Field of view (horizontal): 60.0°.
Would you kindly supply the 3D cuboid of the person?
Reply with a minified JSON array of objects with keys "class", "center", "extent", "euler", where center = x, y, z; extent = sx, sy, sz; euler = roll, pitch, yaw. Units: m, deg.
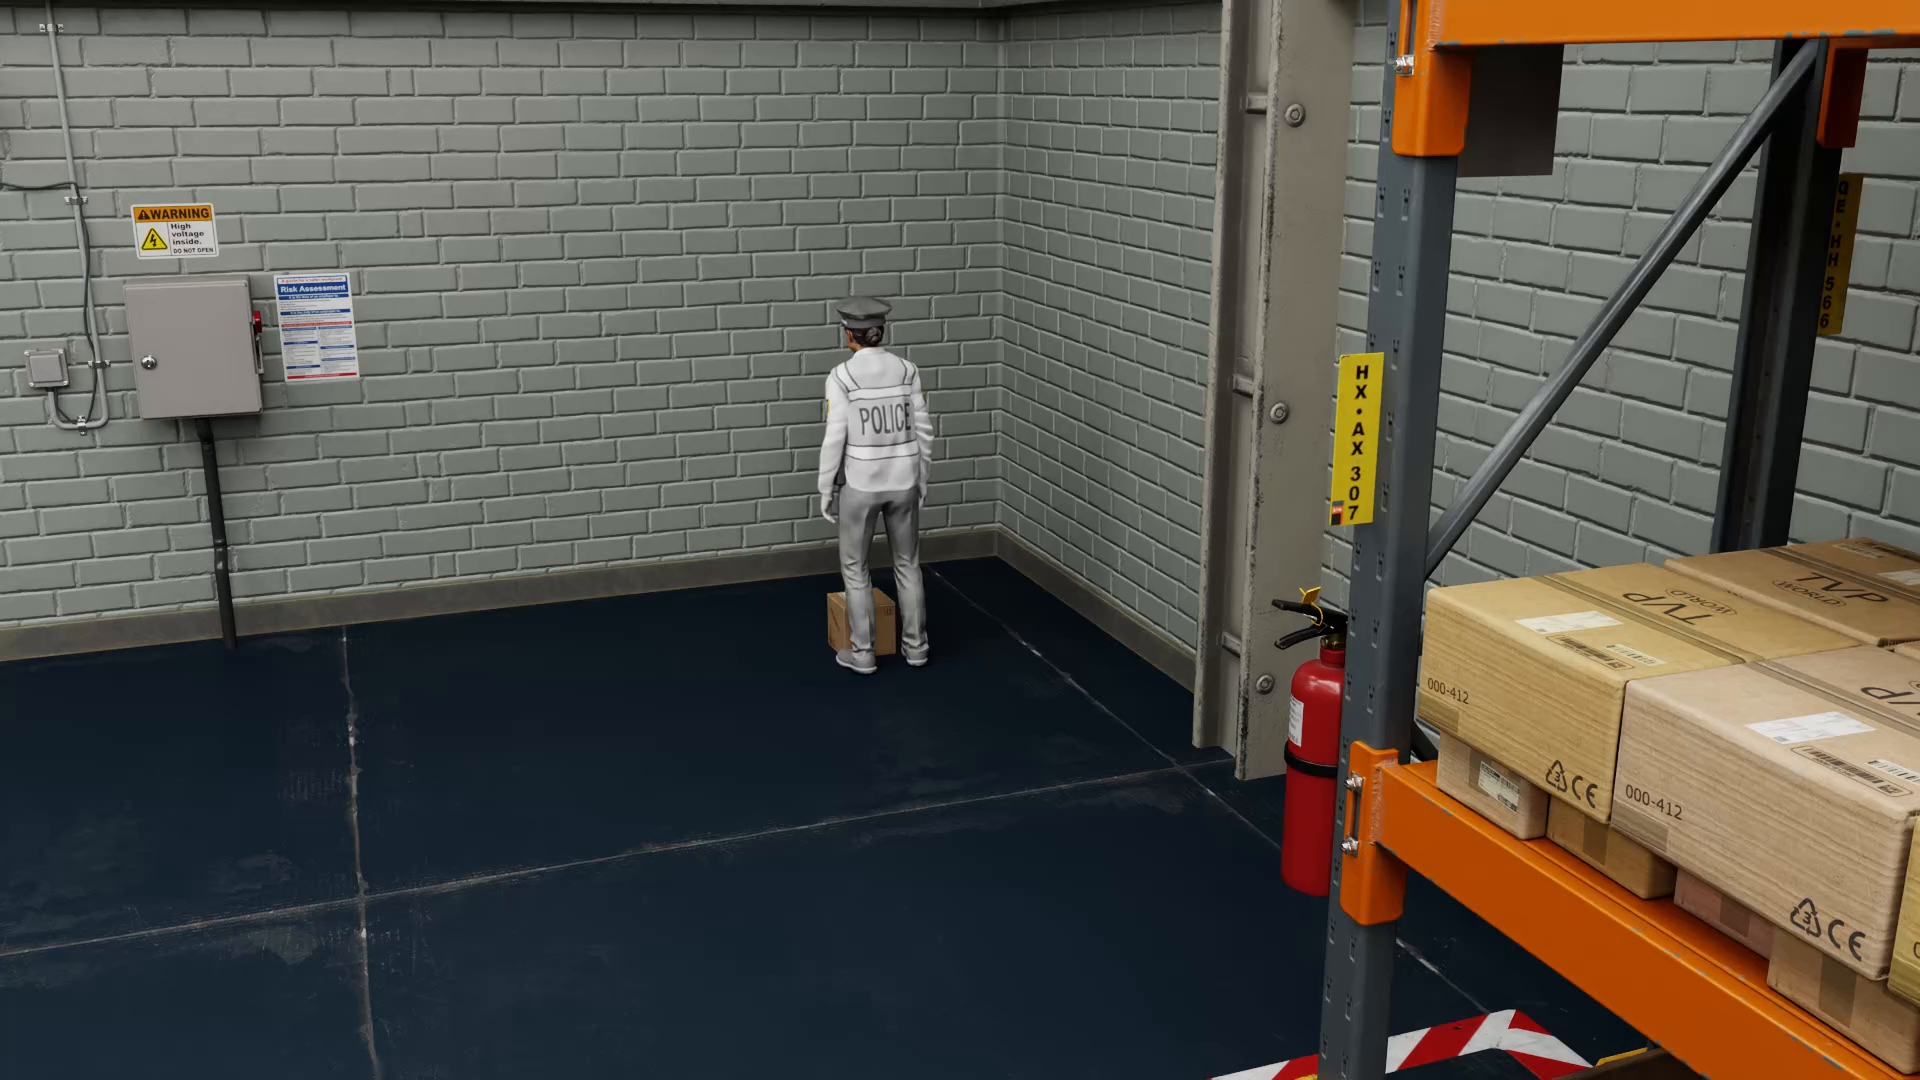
[{"class":"person","center":[-0.371,-0.229,7.337],"extent":[0.542,1.662,0.376],"euler":[-7,17,-24]}]
